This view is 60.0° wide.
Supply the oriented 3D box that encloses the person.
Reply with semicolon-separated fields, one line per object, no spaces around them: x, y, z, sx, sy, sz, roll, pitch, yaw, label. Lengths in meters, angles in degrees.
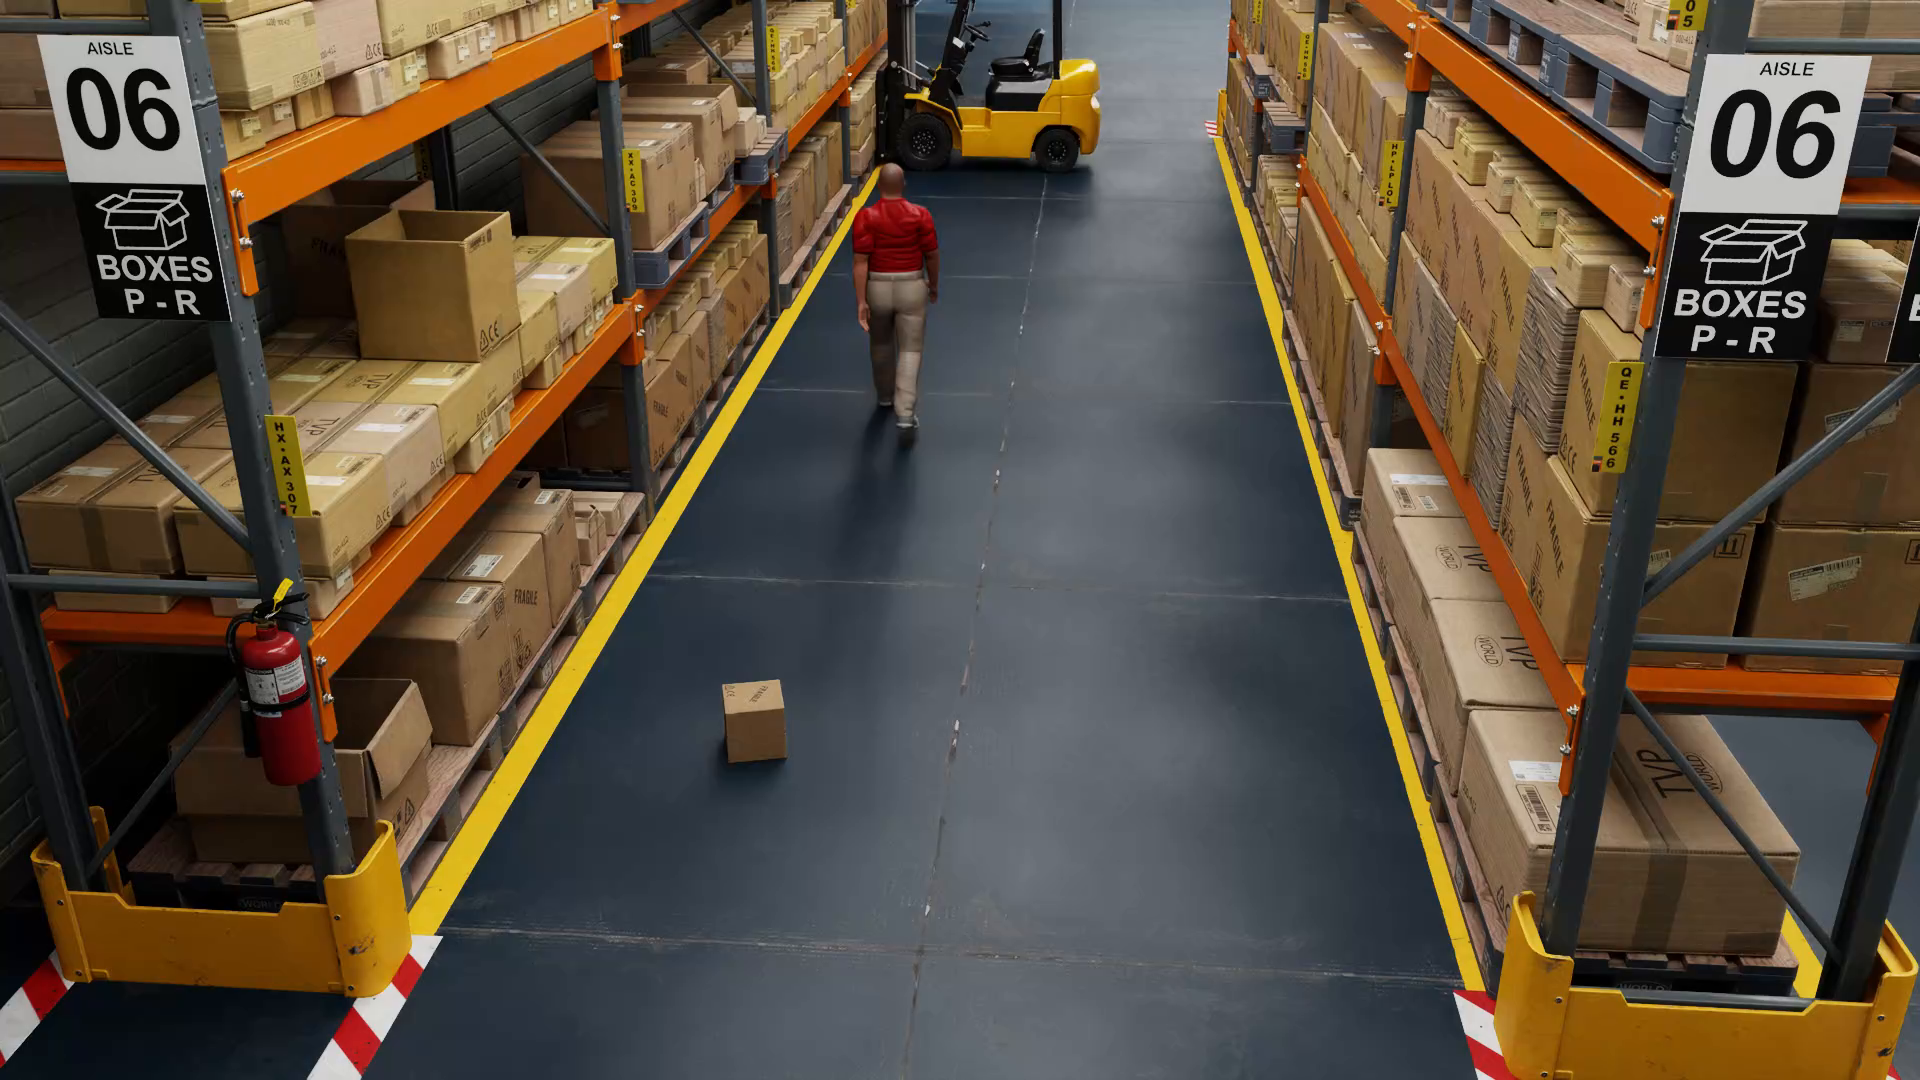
-0.399;-1.575;10.608;0.539;1.677;1.027;1;24;3;person
